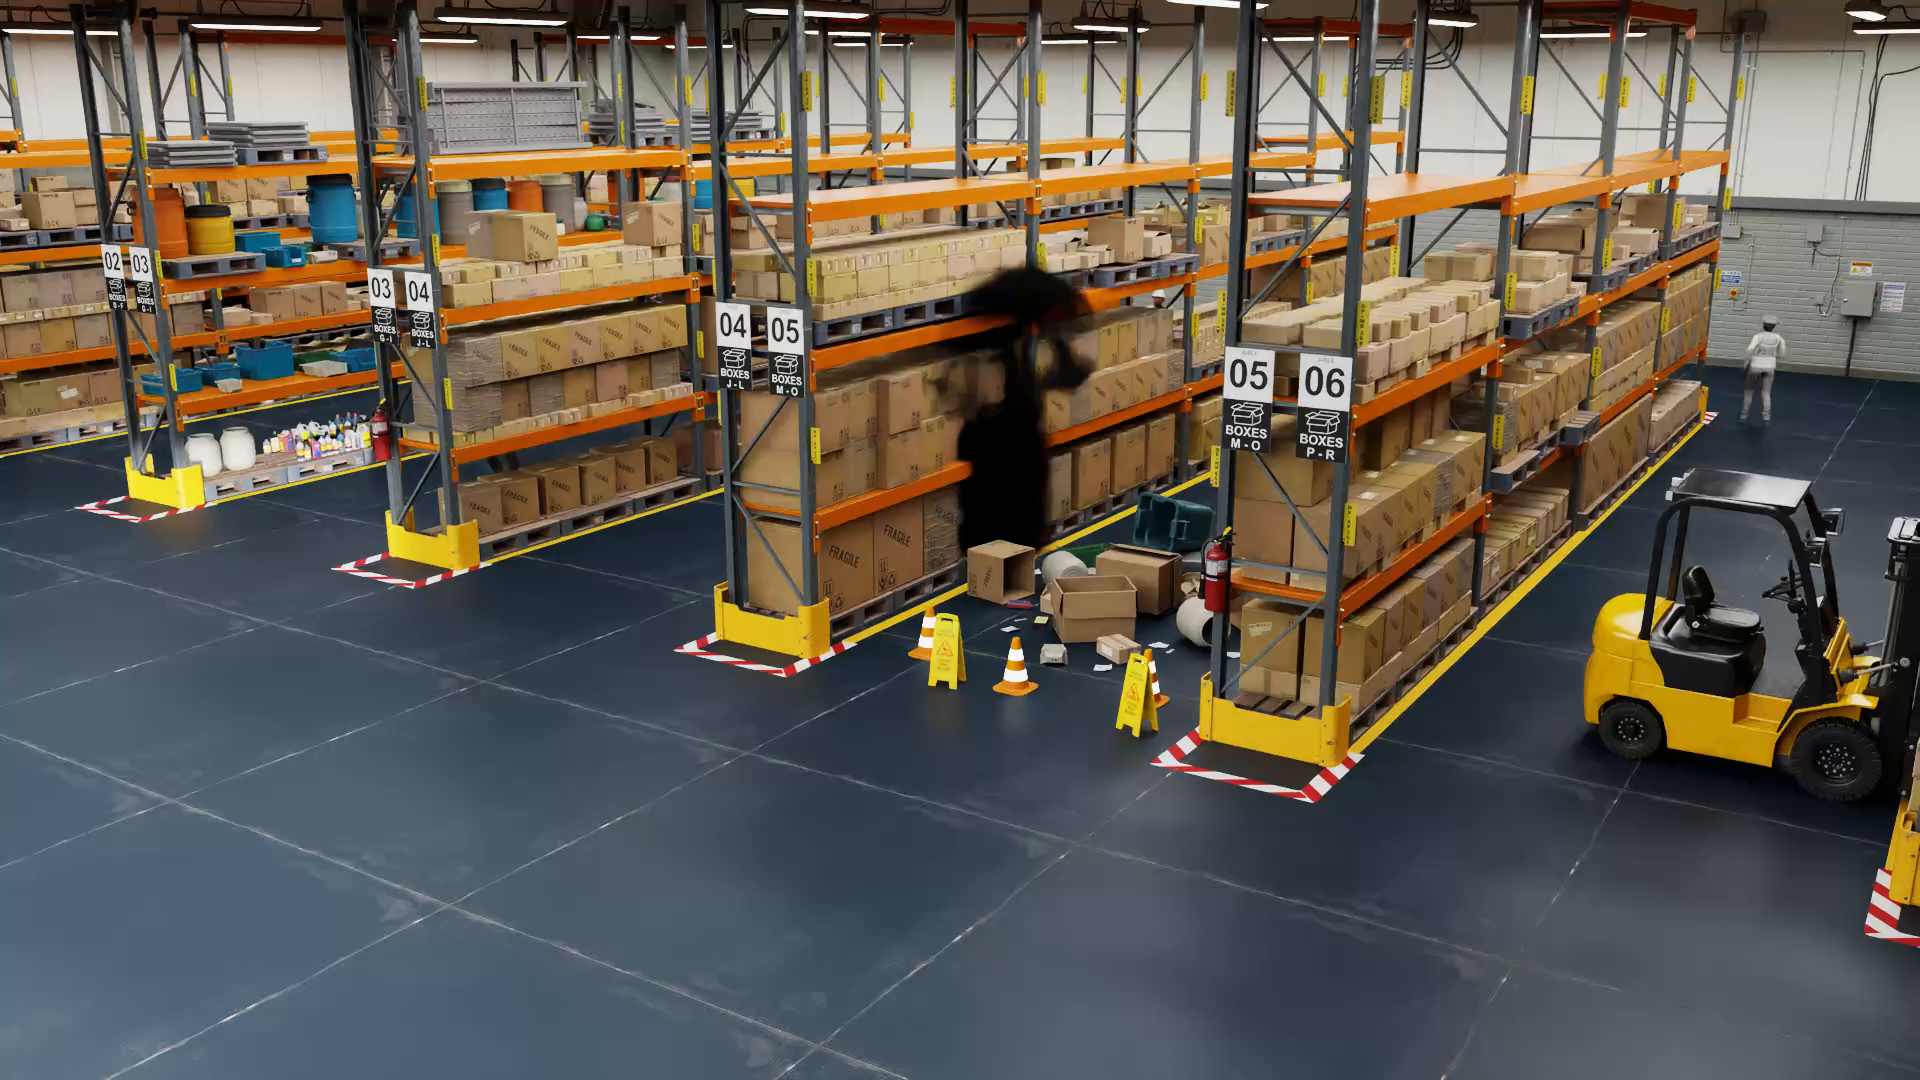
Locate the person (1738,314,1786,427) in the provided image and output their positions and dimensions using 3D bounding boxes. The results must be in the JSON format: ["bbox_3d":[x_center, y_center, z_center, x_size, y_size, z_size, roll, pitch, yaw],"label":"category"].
[{"bbox_3d":[12.141,-2.532,25.144,0.616,1.725,0.871,3,16,12],"label":"person"}]

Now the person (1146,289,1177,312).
[{"bbox_3d":[3.273,-3.227,27.440,0.666,1.832,0.893,7,17,23],"label":"person"}]

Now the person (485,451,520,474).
[{"bbox_3d":[-5.955,-1.467,21.477,0.551,1.670,0.667,9,18,30],"label":"person"}]
